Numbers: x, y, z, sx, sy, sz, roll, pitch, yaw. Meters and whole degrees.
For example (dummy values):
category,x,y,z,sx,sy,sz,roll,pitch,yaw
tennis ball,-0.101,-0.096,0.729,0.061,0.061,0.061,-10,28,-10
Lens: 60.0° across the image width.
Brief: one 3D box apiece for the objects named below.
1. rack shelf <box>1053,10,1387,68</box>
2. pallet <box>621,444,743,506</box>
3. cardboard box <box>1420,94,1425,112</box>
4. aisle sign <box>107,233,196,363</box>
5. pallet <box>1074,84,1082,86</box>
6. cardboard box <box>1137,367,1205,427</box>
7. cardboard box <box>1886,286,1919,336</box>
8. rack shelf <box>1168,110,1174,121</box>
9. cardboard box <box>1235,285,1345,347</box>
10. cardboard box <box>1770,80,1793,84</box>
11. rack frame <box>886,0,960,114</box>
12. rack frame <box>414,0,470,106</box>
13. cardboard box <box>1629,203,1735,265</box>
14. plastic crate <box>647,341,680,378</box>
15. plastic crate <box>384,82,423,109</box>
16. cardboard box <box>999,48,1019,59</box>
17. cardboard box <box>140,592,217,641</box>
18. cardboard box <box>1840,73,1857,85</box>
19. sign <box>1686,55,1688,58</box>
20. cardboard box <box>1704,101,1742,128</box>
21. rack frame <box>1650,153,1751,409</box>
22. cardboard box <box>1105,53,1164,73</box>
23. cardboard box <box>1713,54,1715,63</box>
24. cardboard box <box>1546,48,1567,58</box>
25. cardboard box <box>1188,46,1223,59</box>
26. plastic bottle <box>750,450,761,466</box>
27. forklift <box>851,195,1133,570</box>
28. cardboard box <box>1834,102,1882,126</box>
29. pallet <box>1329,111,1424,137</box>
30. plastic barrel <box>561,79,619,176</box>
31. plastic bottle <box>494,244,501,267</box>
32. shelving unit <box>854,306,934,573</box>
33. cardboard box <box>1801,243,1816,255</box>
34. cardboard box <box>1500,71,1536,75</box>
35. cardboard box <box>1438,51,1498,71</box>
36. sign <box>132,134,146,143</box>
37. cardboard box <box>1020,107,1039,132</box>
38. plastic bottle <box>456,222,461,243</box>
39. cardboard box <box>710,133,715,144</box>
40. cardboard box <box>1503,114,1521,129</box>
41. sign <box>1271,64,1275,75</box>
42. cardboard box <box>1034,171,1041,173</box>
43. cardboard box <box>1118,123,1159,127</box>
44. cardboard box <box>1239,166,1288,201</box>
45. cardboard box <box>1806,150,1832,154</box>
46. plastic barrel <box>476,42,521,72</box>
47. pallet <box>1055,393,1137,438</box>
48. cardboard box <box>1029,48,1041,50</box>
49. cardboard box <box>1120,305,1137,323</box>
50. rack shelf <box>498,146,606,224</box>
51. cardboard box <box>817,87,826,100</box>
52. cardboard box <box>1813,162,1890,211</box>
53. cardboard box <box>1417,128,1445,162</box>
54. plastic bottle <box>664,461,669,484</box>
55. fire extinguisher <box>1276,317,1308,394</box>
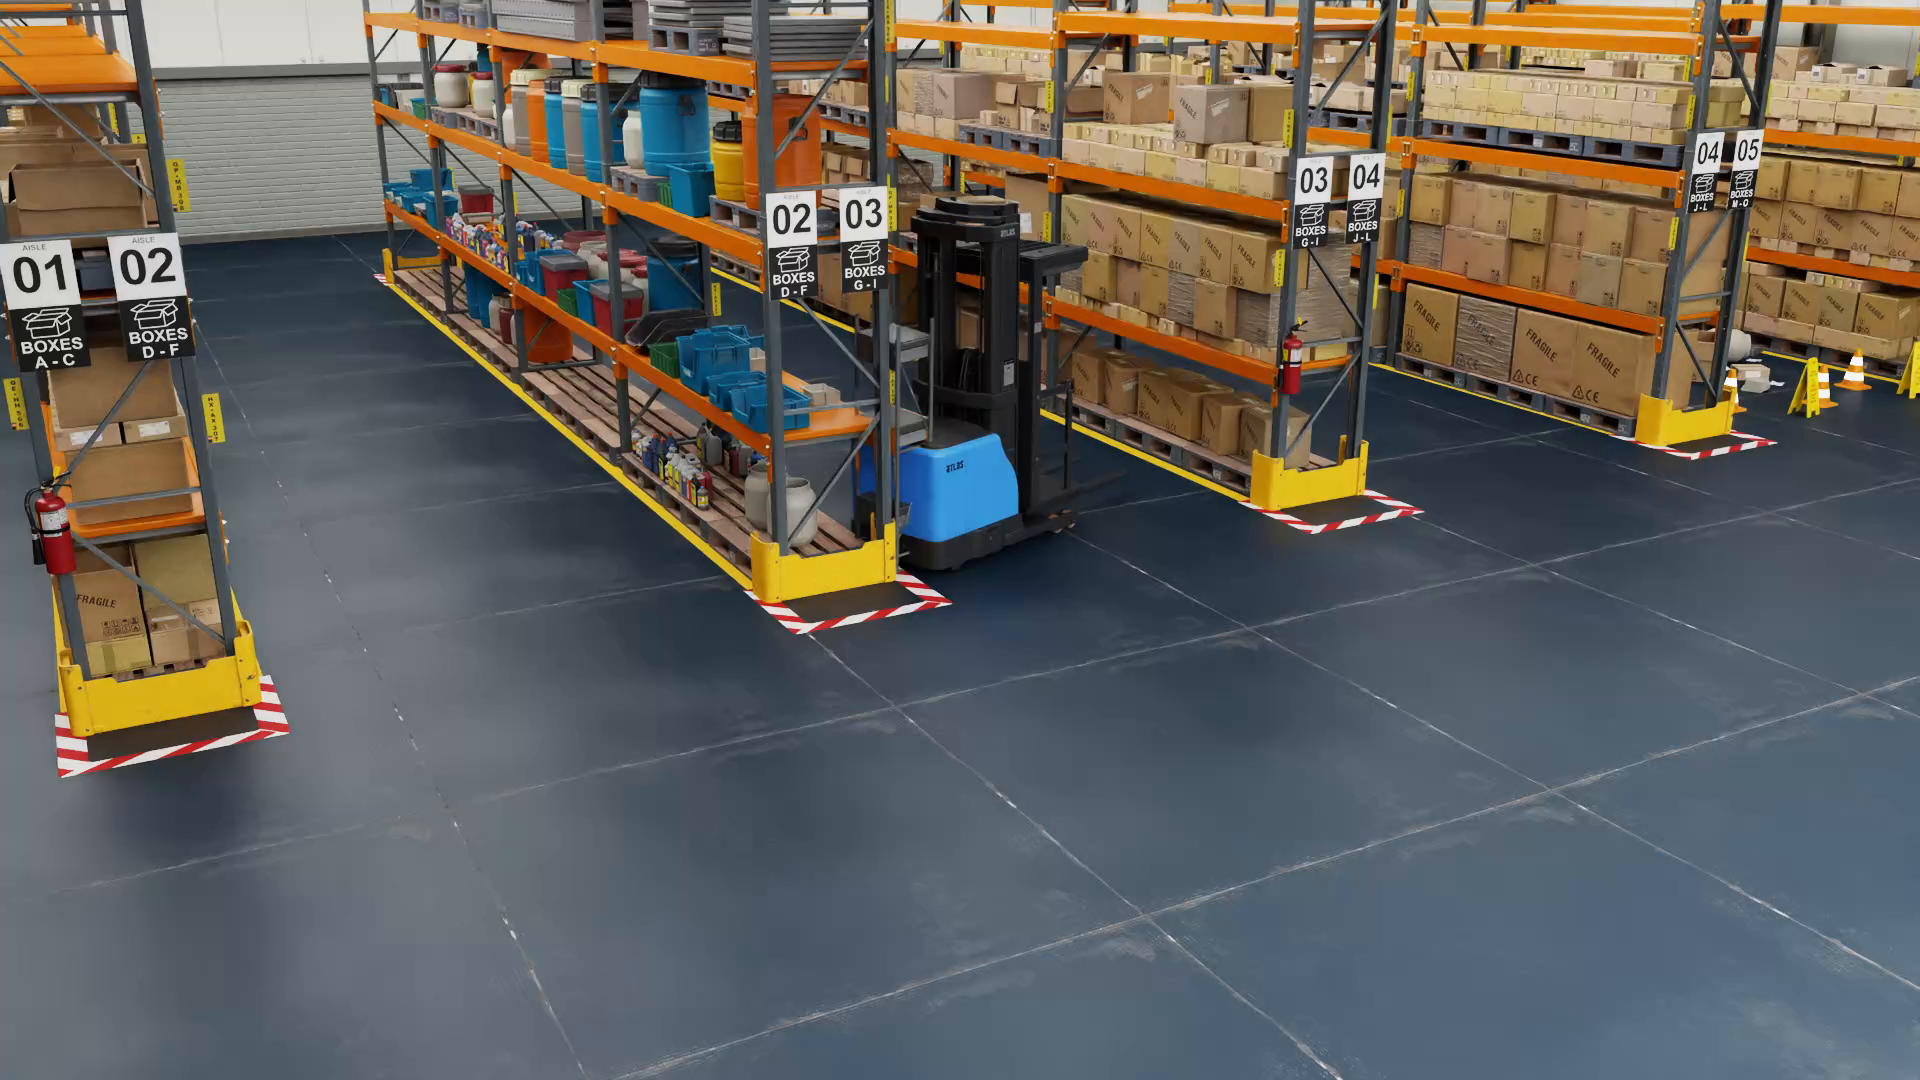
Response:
category,x,y,z,sx,sy,sz,roll,pitch,yaw
rack shelf,2.388,-4.868,16.052,1.077,0.370,4.000,-10,21,-27
pallet,-2.638,-0.663,16.231,1.003,0.211,1.213,-10,21,-27
cardboard box,5.784,-5.500,20.781,0.258,0.266,0.396,-10,22,-28
aisle sign,-5.082,-1.524,10.464,0.394,0.787,0.004,-10,21,-27
pallet,2.252,-7.119,26.354,1.213,0.211,1.003,-10,21,-27
cardboard box,2.236,-1.515,17.611,0.500,0.500,0.500,-12,22,-31
cardboard box,11.908,-2.869,20.770,0.500,0.500,0.500,-11,22,-28
rack shelf,3.002,-6.488,25.338,1.077,0.370,4.000,-10,21,-27
cardboard box,3.101,-2.150,15.654,0.875,0.500,0.500,-10,21,-27
cardboard box,10.738,-5.951,21.842,0.380,0.149,0.250,-9,21,-25
rack frame,-0.461,-6.932,20.926,1.000,3.000,0.127,-10,21,-27
rack frame,-6.720,-7.313,22.030,1.000,3.000,0.127,-10,21,-27
cardboard box,7.609,-3.233,17.517,0.875,0.550,0.550,-10,21,-27
plastic crate,-2.525,-1.647,15.132,0.450,0.188,0.662,-10,21,-27
plastic crate,-8.135,-6.533,24.463,0.504,0.338,0.767,-10,21,-27
cardboard box,0.888,-8.240,28.166,0.380,0.149,0.250,-10,22,-28
cardboard box,-5.682,0.503,12.145,0.500,0.250,0.500,-10,21,-27
cardboard box,13.737,-7.067,25.502,0.380,0.149,0.250,-10,21,-27
sign,12.148,-7.980,27.768,0.100,0.325,0.005,-10,21,-27
cardboard box,7.747,-4.451,17.310,0.500,0.250,0.500,-10,21,-27
rack frame,7.751,-2.539,17.391,1.000,3.000,0.127,-10,21,-27
cardboard box,2.670,-7.185,25.456,0.797,0.503,0.637,-10,22,-27
cardboard box,12.695,-8.226,28.436,0.380,0.149,0.250,-11,22,-29
cardboard box,10.901,-8.867,30.262,0.380,0.149,0.250,-10,22,-28
cardboard box,4.754,-9.405,32.124,0.500,0.250,0.500,-12,23,-32
plastic bottle,-1.914,-0.705,15.584,0.097,0.271,0.097,0,19,0
forklift,0.410,-1.541,14.603,1.130,2.935,3.031,16,24,38
cardboard box,11.091,-5.220,20.337,0.500,0.250,0.500,-9,21,-25
pallet,5.373,-5.270,21.001,0.805,0.209,1.217,-11,22,-29
plastic barrel,-3.664,-4.136,16.652,0.600,0.901,0.600,0,19,0
plastic bottle,-5.628,-3.476,20.305,0.097,0.271,0.097,0,19,0
shelving unit,-0.545,-0.814,13.649,0.431,2.100,0.503,-20,31,-41
cardboard box,10.985,-3.732,21.234,0.380,0.149,0.250,-10,21,-27
cardboard box,6.544,-5.409,19.475,0.380,0.149,0.250,-10,21,-27
cardboard box,7.948,-7.381,26.024,0.797,0.503,0.637,-11,22,-30
sign,-6.794,-3.201,13.797,0.100,0.325,0.005,-10,21,-27
cardboard box,0.904,-4.755,18.778,0.396,0.266,0.258,-9,21,-25
plastic bottle,-6.630,-4.082,22.060,0.097,0.271,0.097,0,19,0
cardboard box,-3.781,-6.346,27.048,0.500,0.500,0.500,-11,22,-28
cardboard box,6.331,-4.710,18.672,0.380,0.149,0.250,-10,21,-27
sign,4.444,-6.619,23.702,0.100,0.325,0.005,-10,21,-27
cardboard box,1.574,-6.267,27.585,0.500,0.500,0.500,-10,21,-27
cardboard box,1.893,-4.344,17.643,0.380,0.149,0.250,-10,21,-26
cardboard box,2.885,-3.246,15.071,0.500,0.250,0.500,-9,21,-25
cardboard box,13.865,-6.186,26.812,0.380,0.149,0.250,-10,21,-26
plastic barrel,-5.775,-5.865,21.018,0.600,0.901,0.708,-10,21,-27
pallet,1.788,-1.443,18.488,1.003,0.211,1.213,-10,21,-27
cardboard box,1.410,-8.335,28.440,0.380,0.149,0.250,-11,22,-28
cardboard box,1.891,-2.366,17.275,0.380,0.149,0.250,-10,21,-27
rack shelf,-3.870,-3.833,17.645,1.077,0.370,4.000,-10,21,-27
cardboard box,-1.786,-6.292,23.409,0.380,0.149,0.250,-11,22,-29
cardboard box,11.058,-4.385,20.599,0.700,0.500,0.500,-10,22,-27
cardboard box,7.534,-6.405,26.909,0.500,0.500,0.500,-10,21,-26
plastic bottle,-2.699,-0.631,15.477,0.097,0.201,0.097,0,19,0
fire extinguisher,2.986,-1.659,14.959,0.296,0.674,0.183,-10,21,-27
